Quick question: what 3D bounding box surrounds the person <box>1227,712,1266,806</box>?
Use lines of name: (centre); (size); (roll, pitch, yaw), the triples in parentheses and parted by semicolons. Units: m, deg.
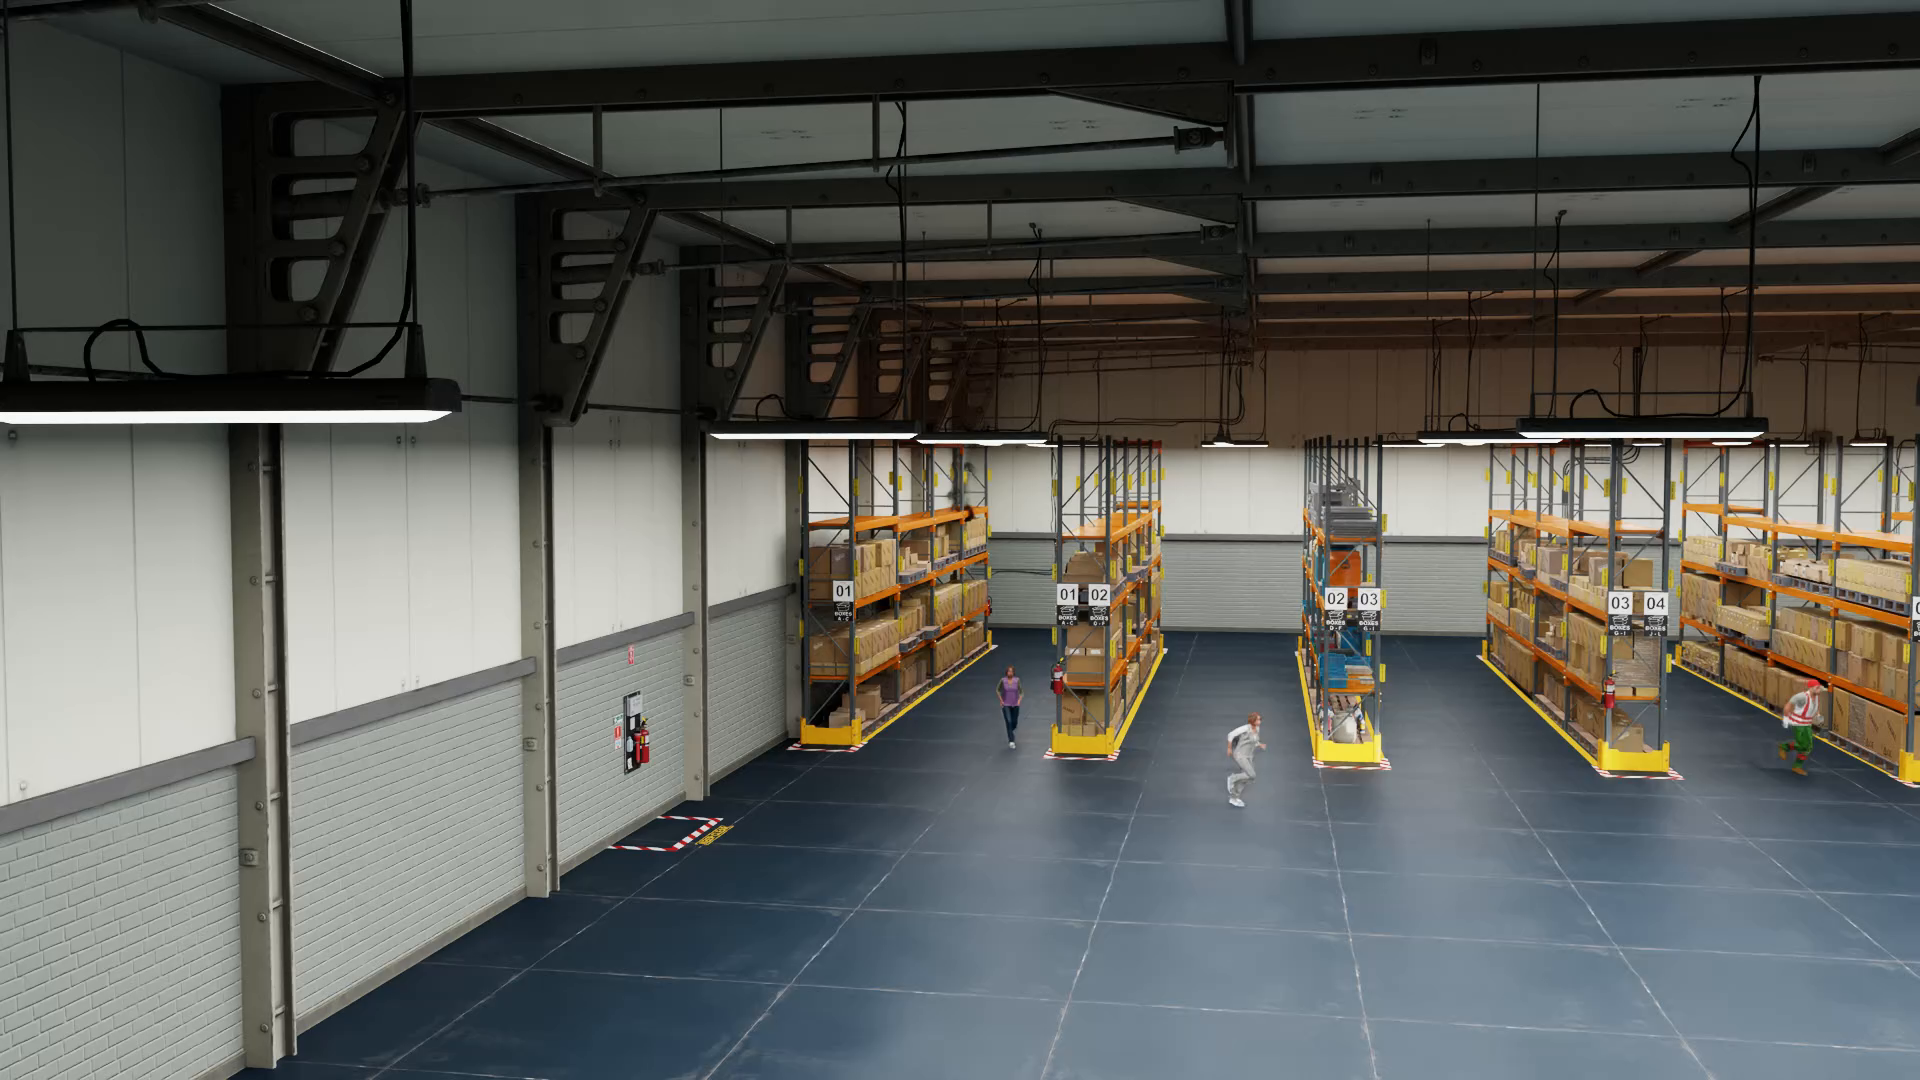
person: (4.615, 3.523, 26.760); (0.654, 1.528, 0.526); (2, 4, 38)

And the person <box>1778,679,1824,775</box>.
person: (14.914, 3.289, 29.487); (0.654, 1.712, 0.778); (-2, 4, -31)

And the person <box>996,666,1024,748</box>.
person: (0.962, 3.207, 32.237); (0.534, 1.575, 0.752); (0, 3, -5)
